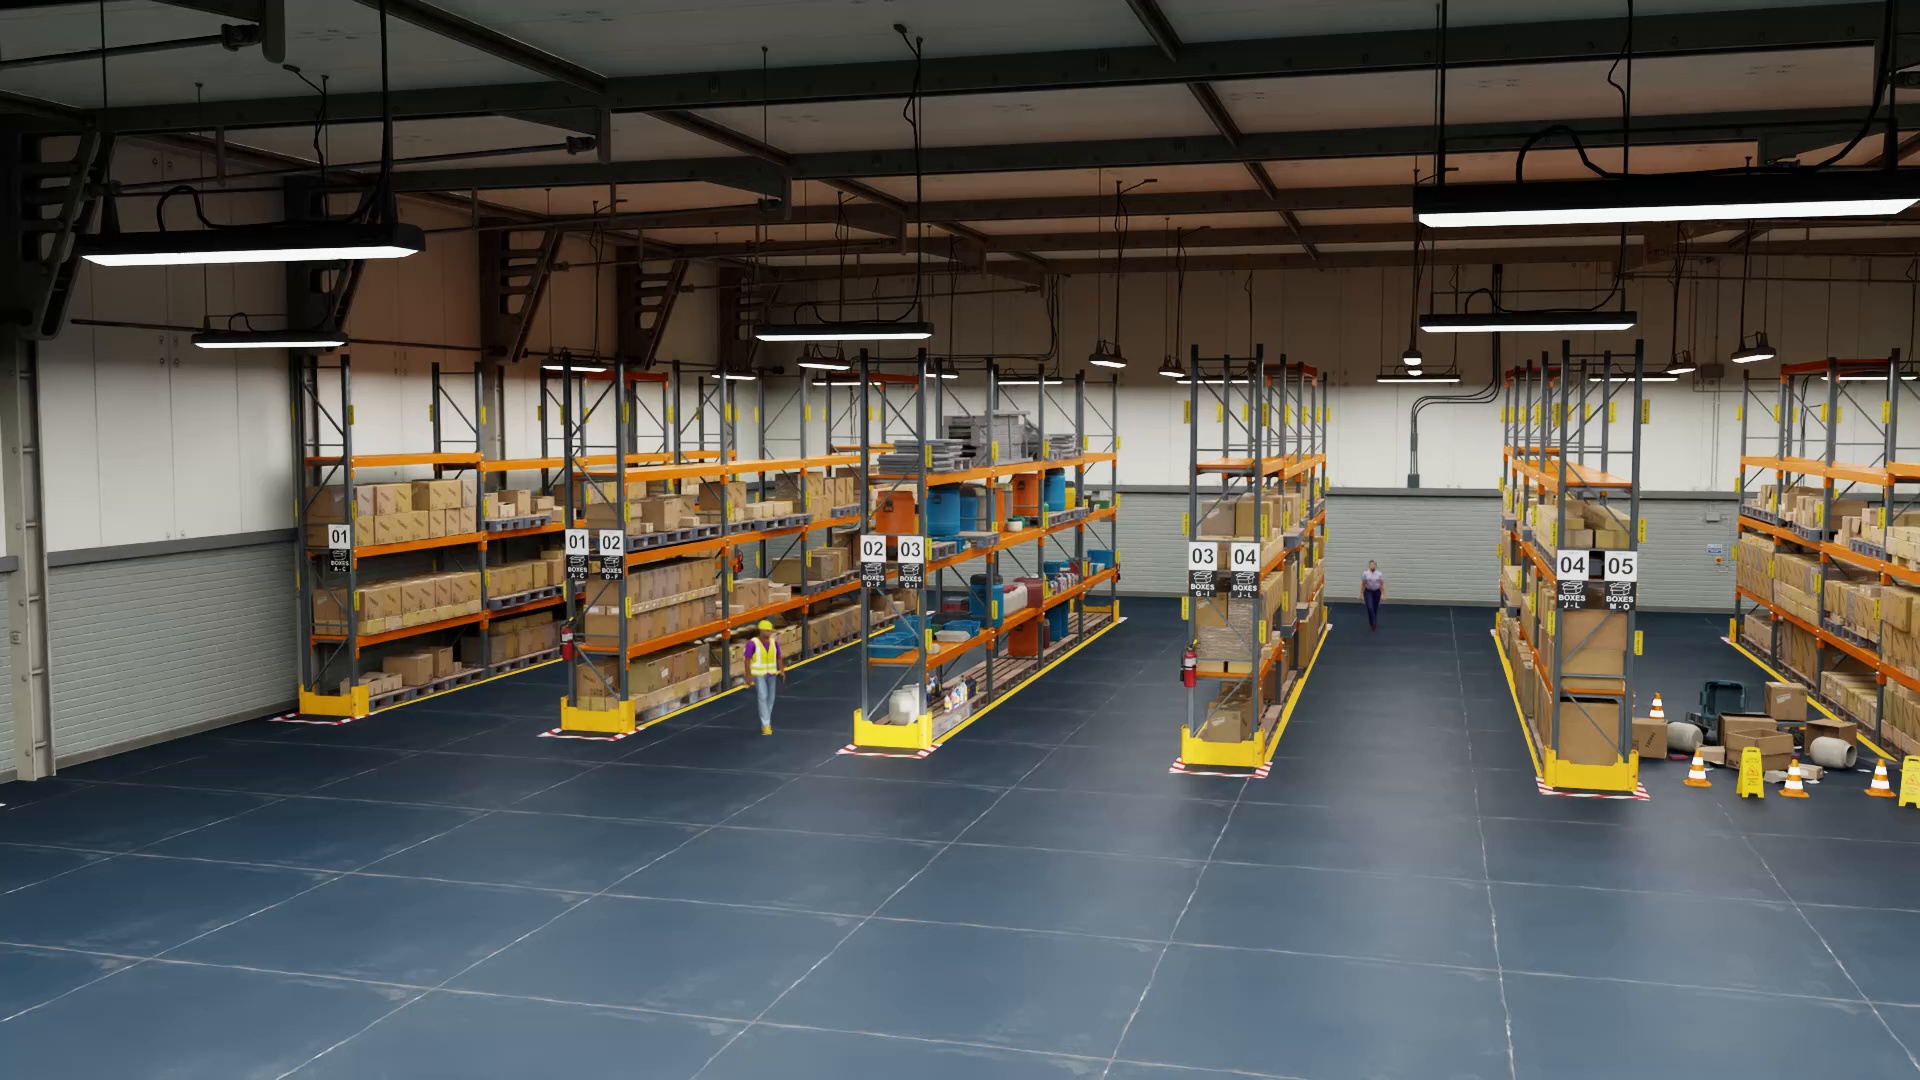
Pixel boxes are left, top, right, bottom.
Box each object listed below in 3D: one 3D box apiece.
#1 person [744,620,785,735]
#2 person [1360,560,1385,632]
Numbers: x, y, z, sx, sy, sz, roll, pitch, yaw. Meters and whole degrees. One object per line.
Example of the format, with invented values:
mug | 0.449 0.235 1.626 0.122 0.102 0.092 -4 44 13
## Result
person | -3.047 2.170 26.387 0.599 1.764 0.796 -3 5 -33
person | 9.666 1.278 38.790 0.503 1.611 0.934 -1 4 -7
